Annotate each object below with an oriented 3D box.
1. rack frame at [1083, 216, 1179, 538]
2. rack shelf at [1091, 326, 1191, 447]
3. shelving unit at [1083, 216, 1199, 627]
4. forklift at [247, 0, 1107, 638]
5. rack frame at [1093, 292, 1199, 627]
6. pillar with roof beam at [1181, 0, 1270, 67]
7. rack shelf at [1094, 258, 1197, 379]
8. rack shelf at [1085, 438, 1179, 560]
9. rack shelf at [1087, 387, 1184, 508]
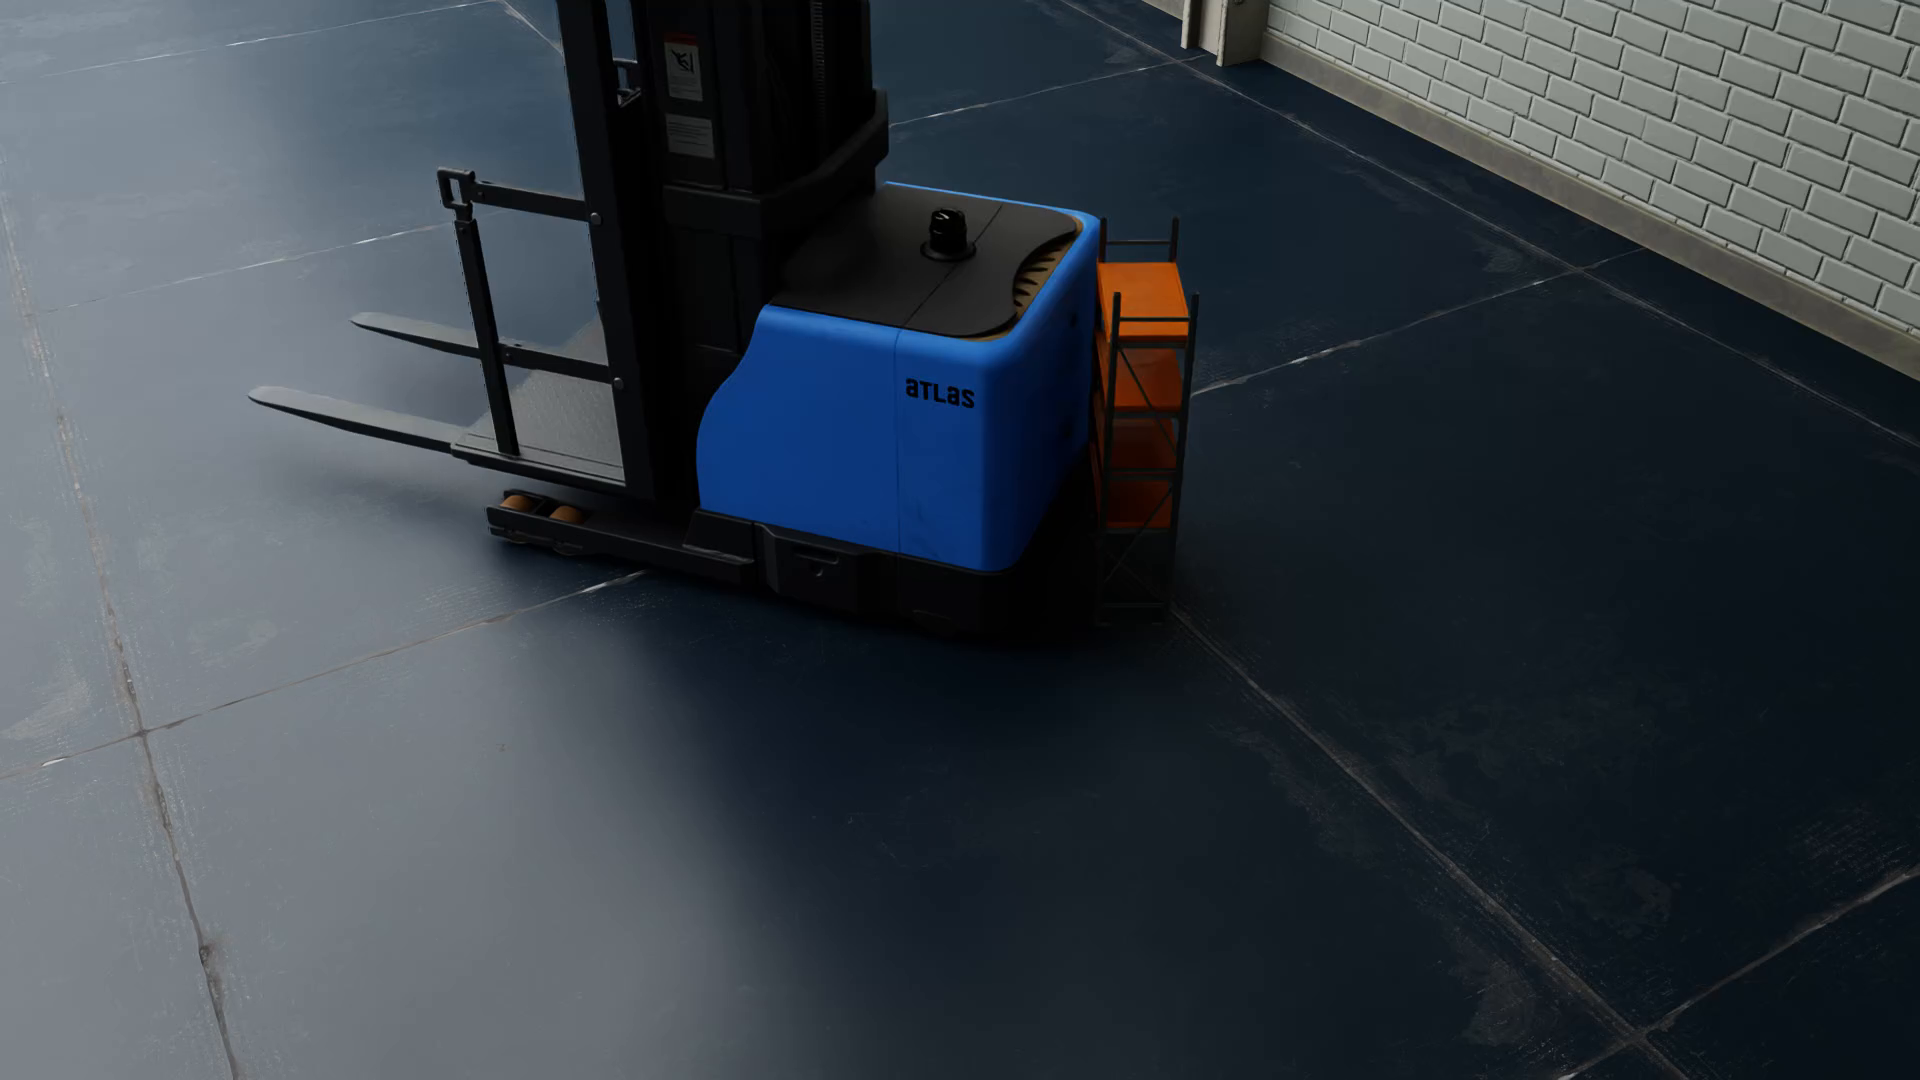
[{"bbox_3d":[0.547,-0.496,5.412,0.240,1.200,0.015,0,36,0],"label":"rack frame"},{"bbox_3d":[0.549,-0.479,5.123,0.258,0.148,0.480,0,36,0],"label":"rack shelf"},{"bbox_3d":[0.549,-0.352,5.215,0.258,1.200,0.503,0,36,0],"label":"shelving unit"},{"bbox_3d":[-1.083,-1.408,5.192,3.031,2.935,1.130,12,38,16],"label":"forklift"},{"bbox_3d":[0.551,-0.208,5.018,0.240,1.200,0.015,0,36,0],"label":"rack frame"},{"bbox_3d":[-2.206,-5.185,5.219,9.100,9.000,0.400,-19,40,-24],"label":"pillar with roof beam"},{"bbox_3d":[0.549,-0.670,4.983,0.258,0.148,0.480,0,36,0],"label":"rack shelf"},{"bbox_3d":[0.549,-0.138,5.372,0.258,0.148,0.480,0,36,0],"label":"rack shelf"},{"bbox_3d":[0.549,-0.298,5.255,0.258,0.148,0.480,0,36,0],"label":"rack shelf"}]
